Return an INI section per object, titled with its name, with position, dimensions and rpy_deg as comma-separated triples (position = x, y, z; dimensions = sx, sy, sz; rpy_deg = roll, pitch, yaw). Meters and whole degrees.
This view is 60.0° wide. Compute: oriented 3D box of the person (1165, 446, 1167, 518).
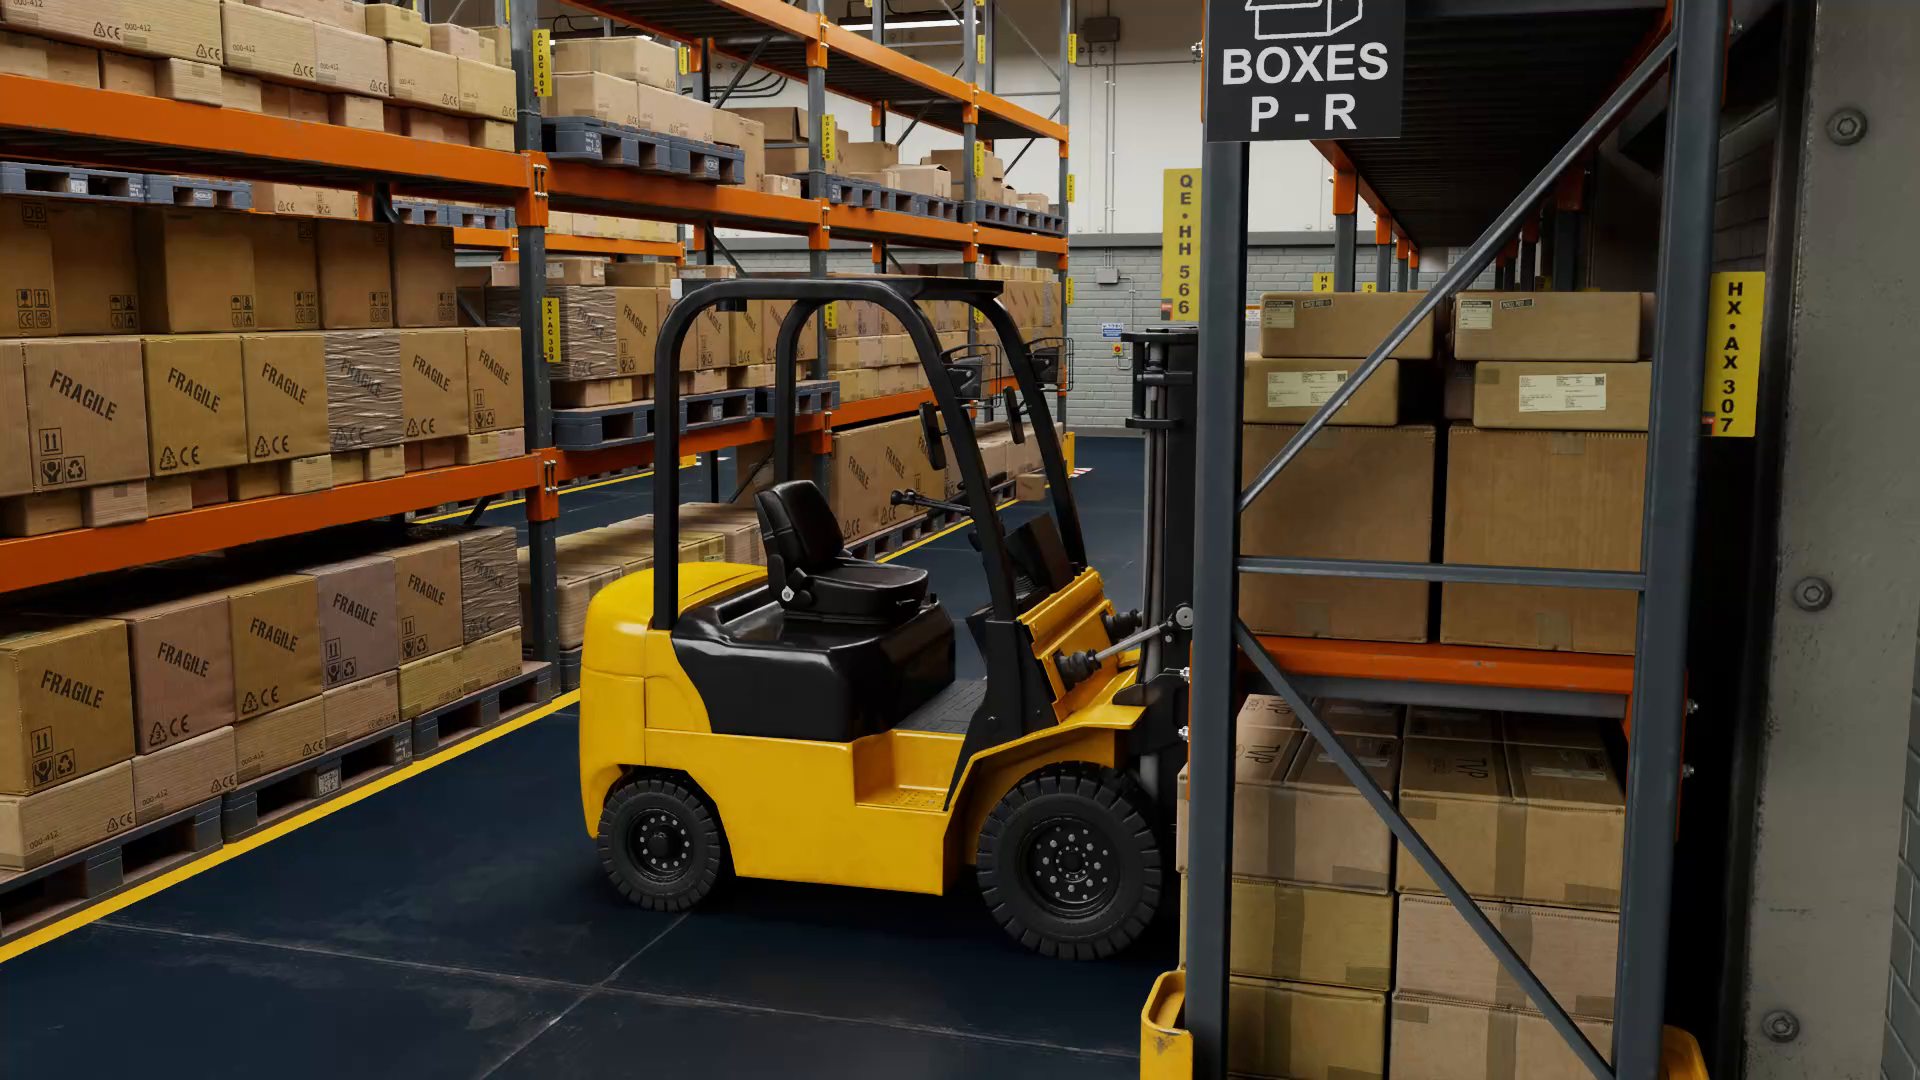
[person]
position = 1.491, -0.284, 10.328
dimensions = 0.564, 1.783, 0.373
rpy_deg = 2, 8, 12
